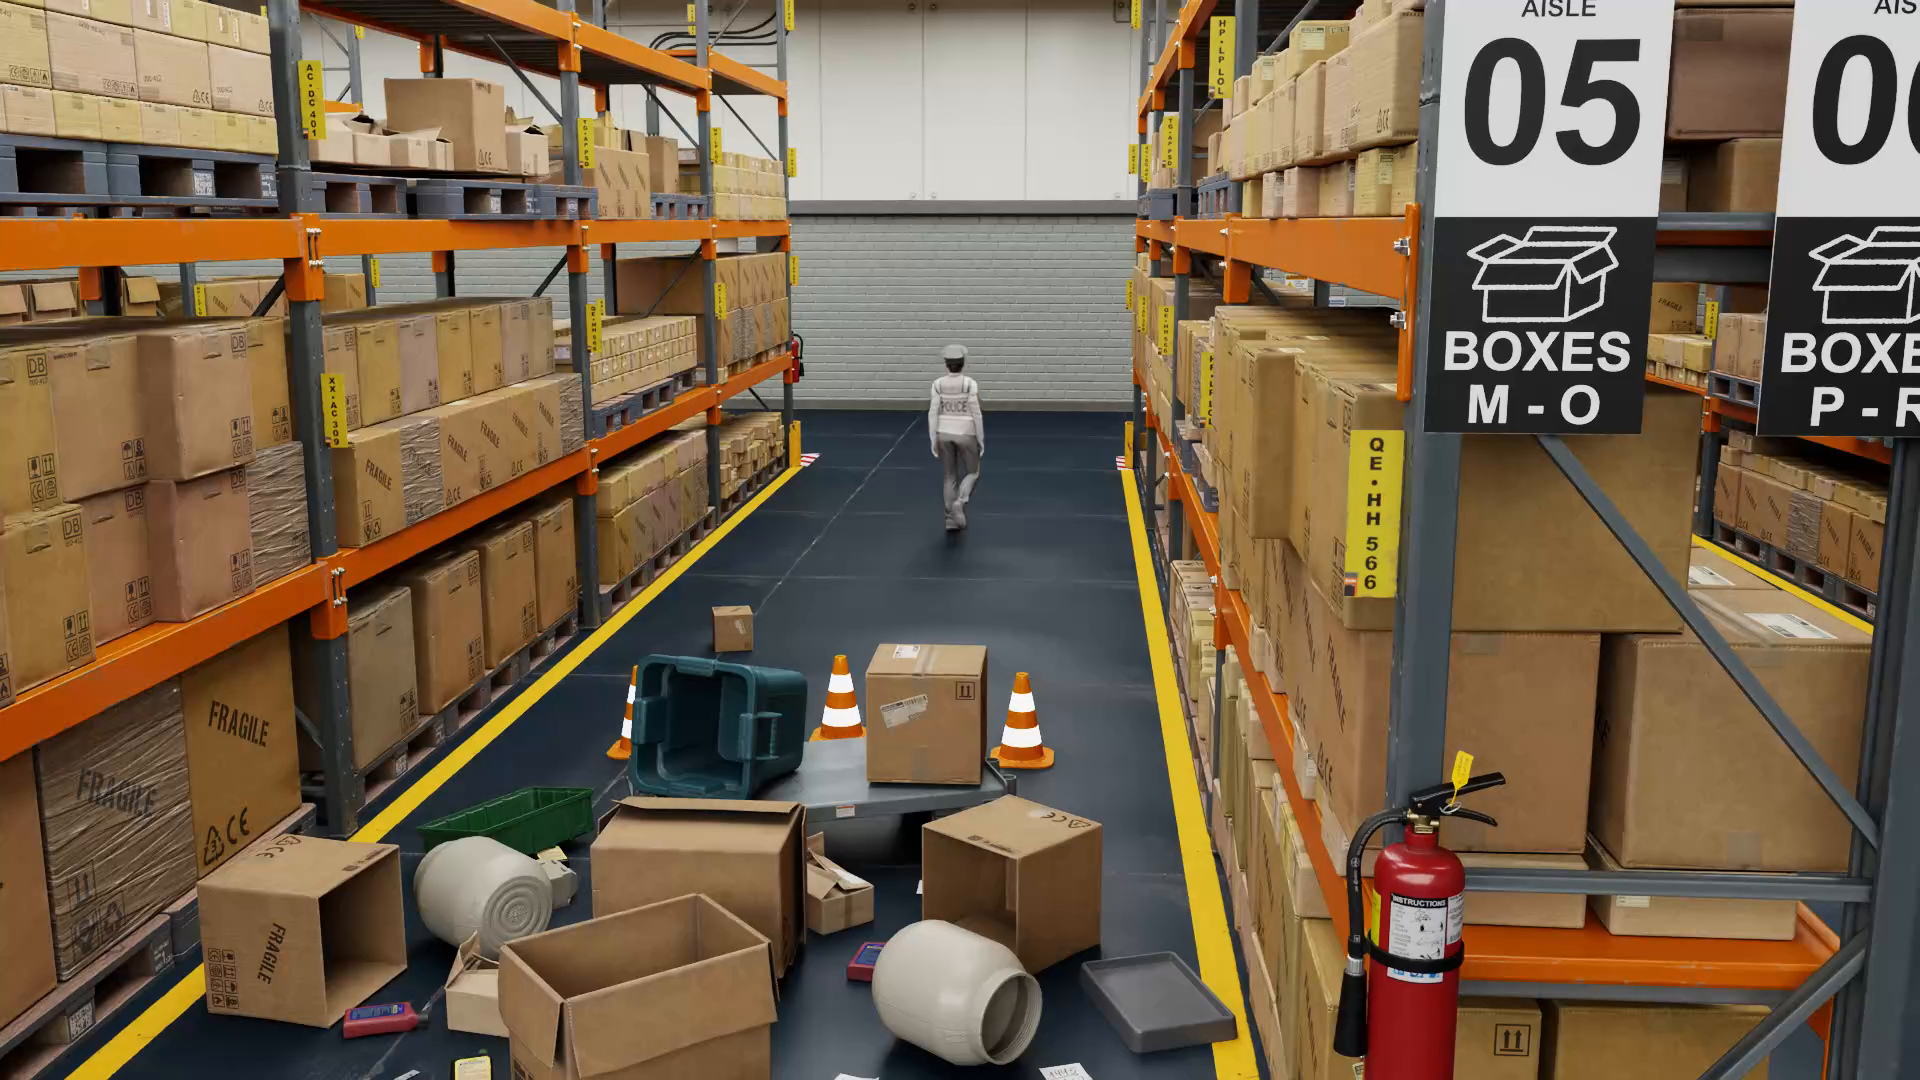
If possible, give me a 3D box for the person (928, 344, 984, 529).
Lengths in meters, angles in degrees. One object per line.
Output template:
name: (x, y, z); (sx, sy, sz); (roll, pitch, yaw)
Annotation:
person: (-0.042, -0.916, 15.014); (0.519, 1.682, 0.481); (3, 11, 15)
